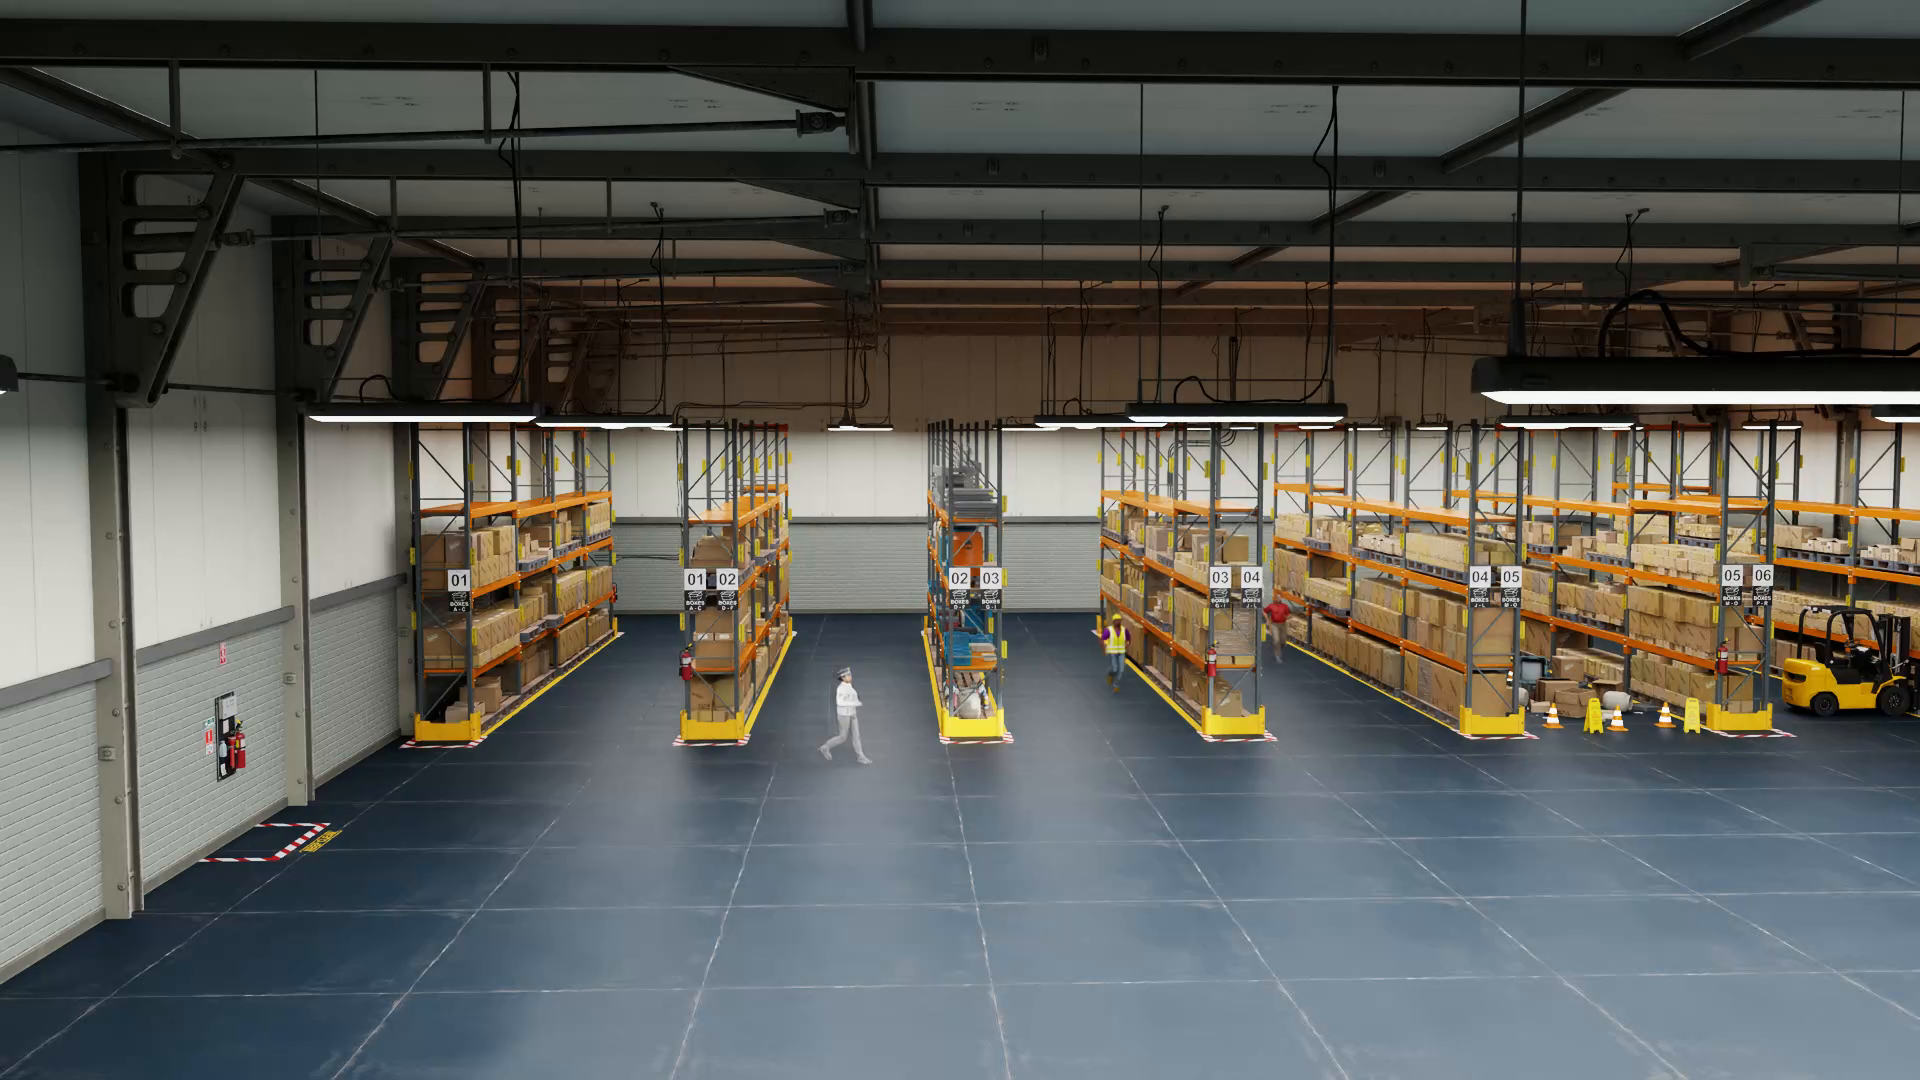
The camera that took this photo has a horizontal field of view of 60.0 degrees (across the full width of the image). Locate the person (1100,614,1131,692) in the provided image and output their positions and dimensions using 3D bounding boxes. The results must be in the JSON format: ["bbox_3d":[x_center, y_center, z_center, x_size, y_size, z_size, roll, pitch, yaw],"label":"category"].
[{"bbox_3d":[3.478,2.503,36.898,0.701,1.716,0.587,-1,4,-9],"label":"person"}]

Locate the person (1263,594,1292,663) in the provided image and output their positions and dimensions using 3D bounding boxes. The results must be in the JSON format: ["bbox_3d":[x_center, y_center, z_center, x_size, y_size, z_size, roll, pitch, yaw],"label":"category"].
[{"bbox_3d":[7.964,2.190,41.611,0.671,1.700,0.963,0,4,-6],"label":"person"}]

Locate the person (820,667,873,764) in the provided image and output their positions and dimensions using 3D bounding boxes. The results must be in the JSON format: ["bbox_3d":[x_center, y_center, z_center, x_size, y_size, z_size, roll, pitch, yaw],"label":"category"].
[{"bbox_3d":[-2.007,2.989,28.595,0.844,1.623,0.583,1,4,19],"label":"person"}]
